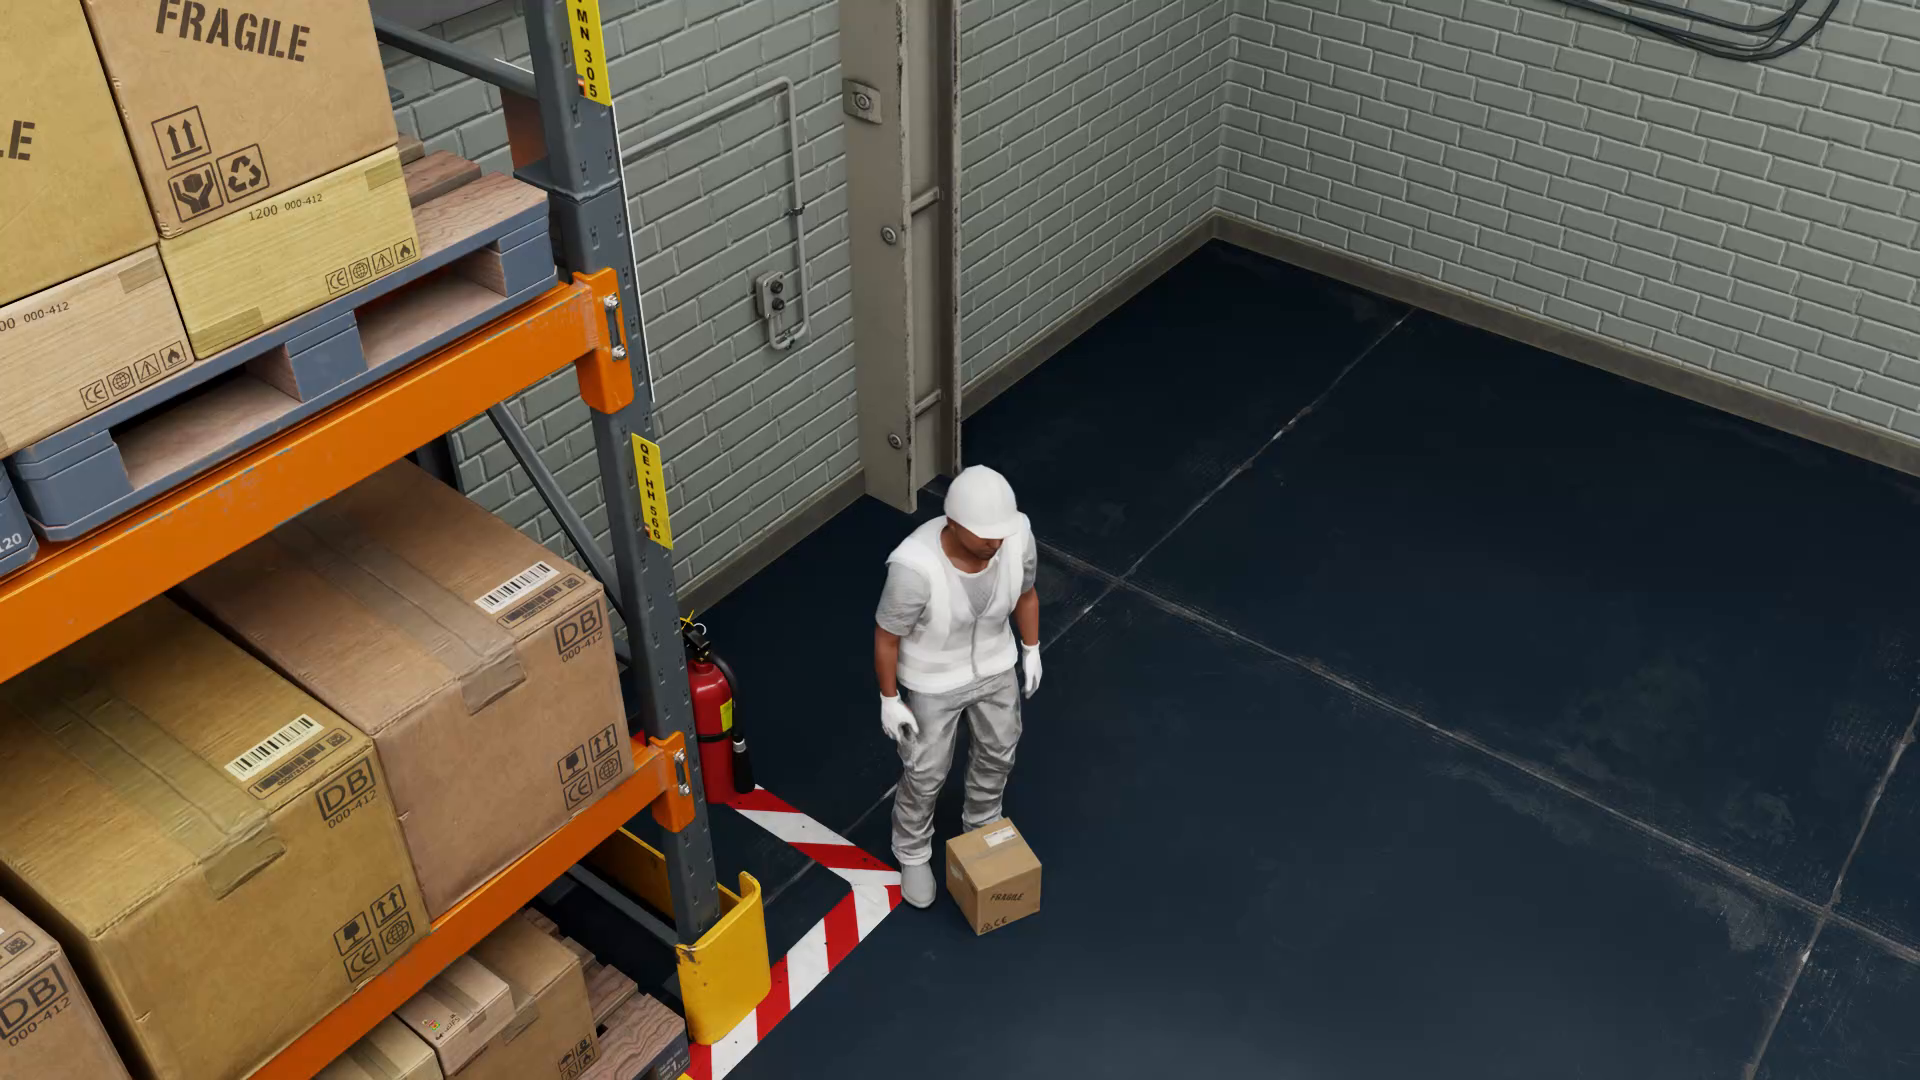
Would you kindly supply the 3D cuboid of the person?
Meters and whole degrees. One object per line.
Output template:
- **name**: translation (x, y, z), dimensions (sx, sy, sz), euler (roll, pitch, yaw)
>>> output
- **person**: translation (0.008, 0.464, 5.564), dimensions (0.616, 1.772, 0.452), euler (-18, 42, -21)
